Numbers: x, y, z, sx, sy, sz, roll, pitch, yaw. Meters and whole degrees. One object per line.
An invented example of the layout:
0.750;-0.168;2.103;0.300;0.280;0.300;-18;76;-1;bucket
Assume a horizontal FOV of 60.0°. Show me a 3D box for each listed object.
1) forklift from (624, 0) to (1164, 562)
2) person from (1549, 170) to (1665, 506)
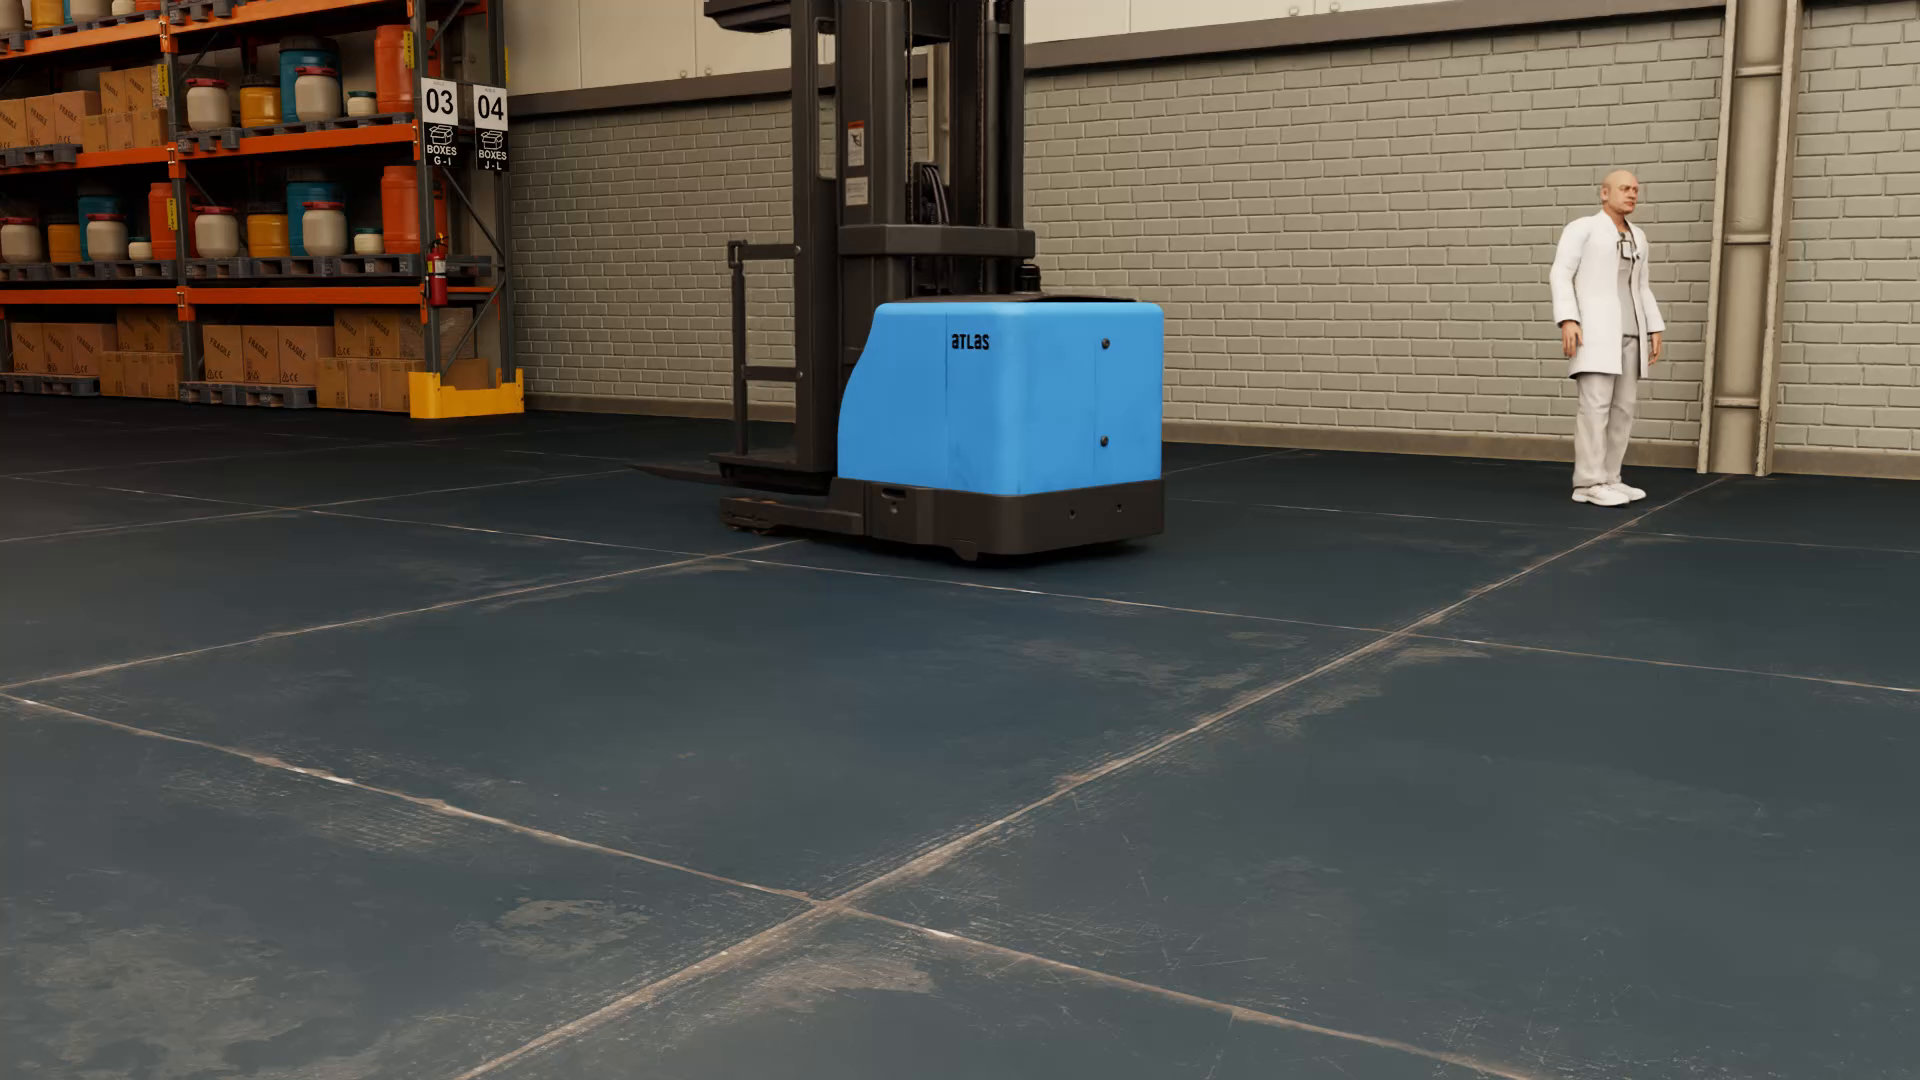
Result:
-0.494;-1.516;7.853;1.130;2.935;3.031;-8;11;-44;forklift
3.577;-1.094;8.968;0.730;1.782;0.571;-4;9;-26;person
